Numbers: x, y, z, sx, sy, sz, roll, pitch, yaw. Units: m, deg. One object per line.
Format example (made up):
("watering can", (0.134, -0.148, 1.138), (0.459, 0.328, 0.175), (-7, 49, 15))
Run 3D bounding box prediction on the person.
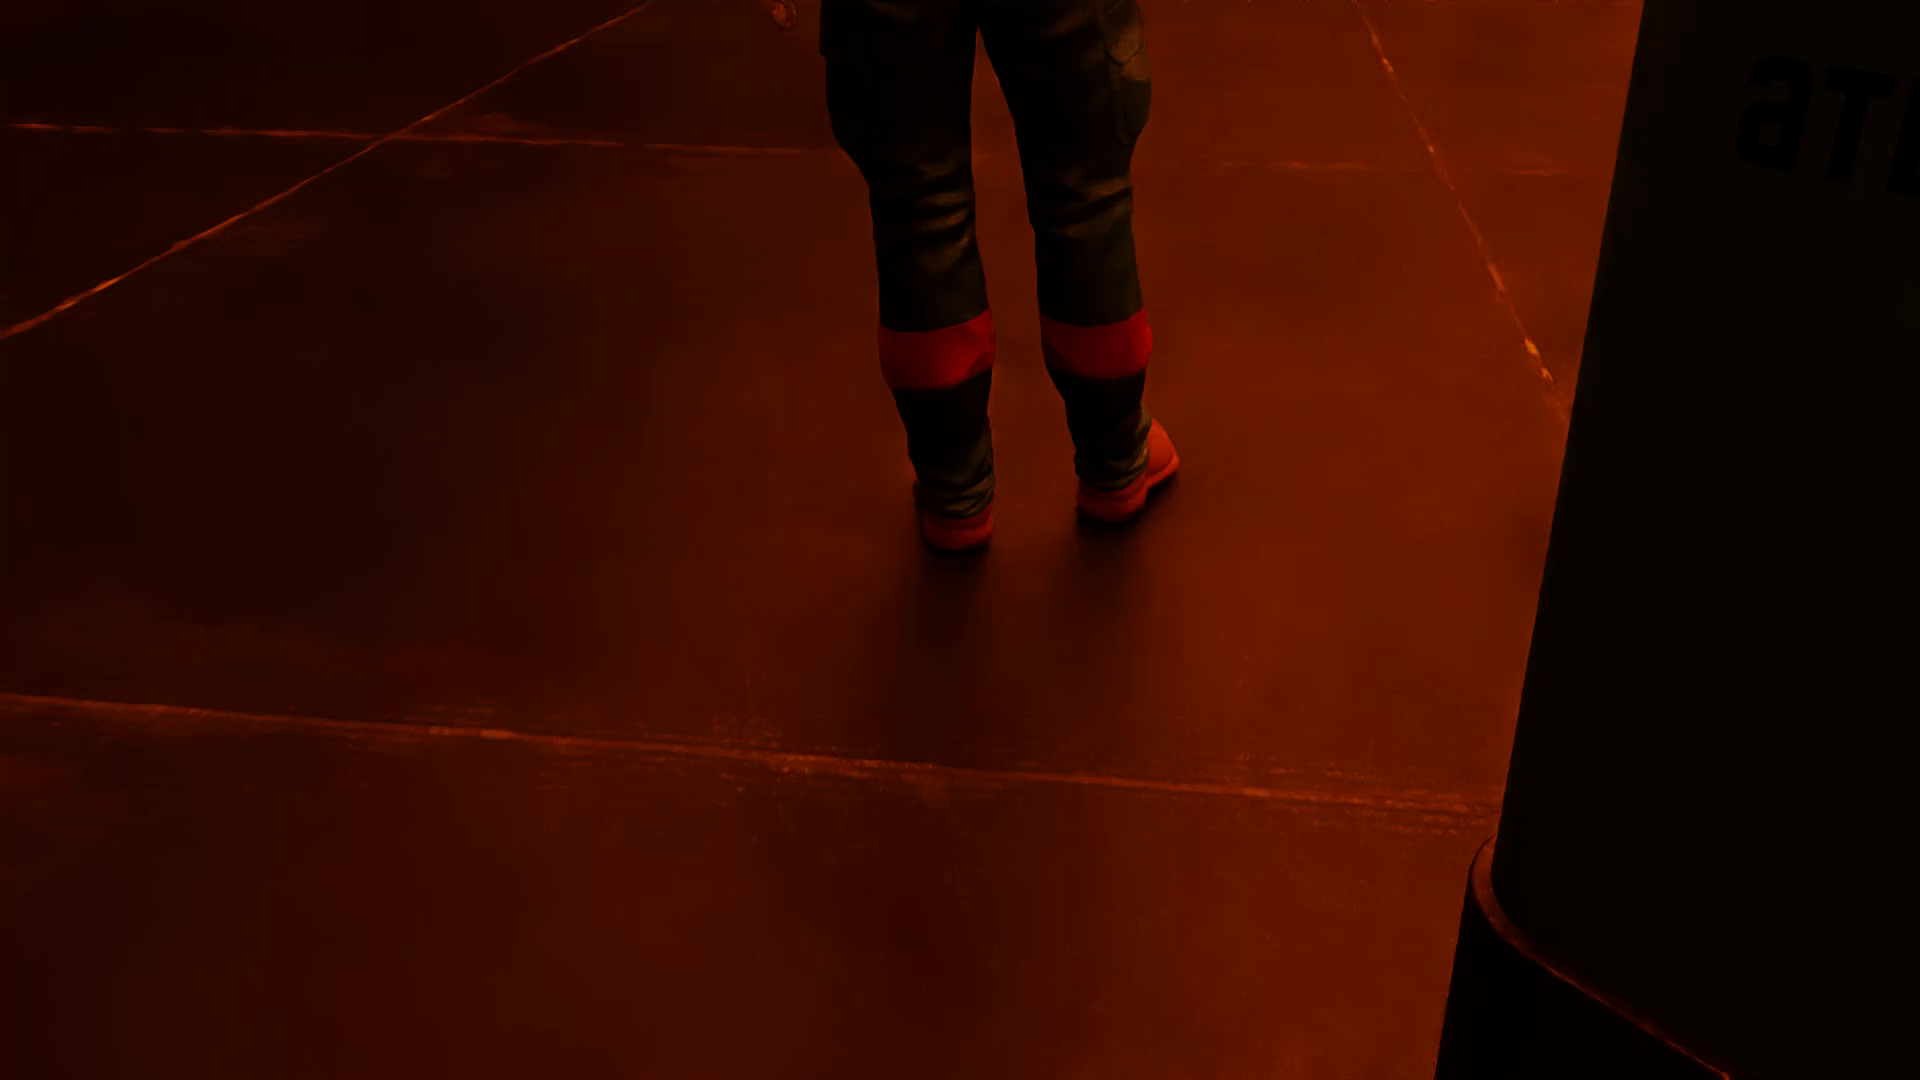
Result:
("person", (0.022, -0.842, 2.167), (0.637, 1.787, 0.563), (3, 27, 7))
